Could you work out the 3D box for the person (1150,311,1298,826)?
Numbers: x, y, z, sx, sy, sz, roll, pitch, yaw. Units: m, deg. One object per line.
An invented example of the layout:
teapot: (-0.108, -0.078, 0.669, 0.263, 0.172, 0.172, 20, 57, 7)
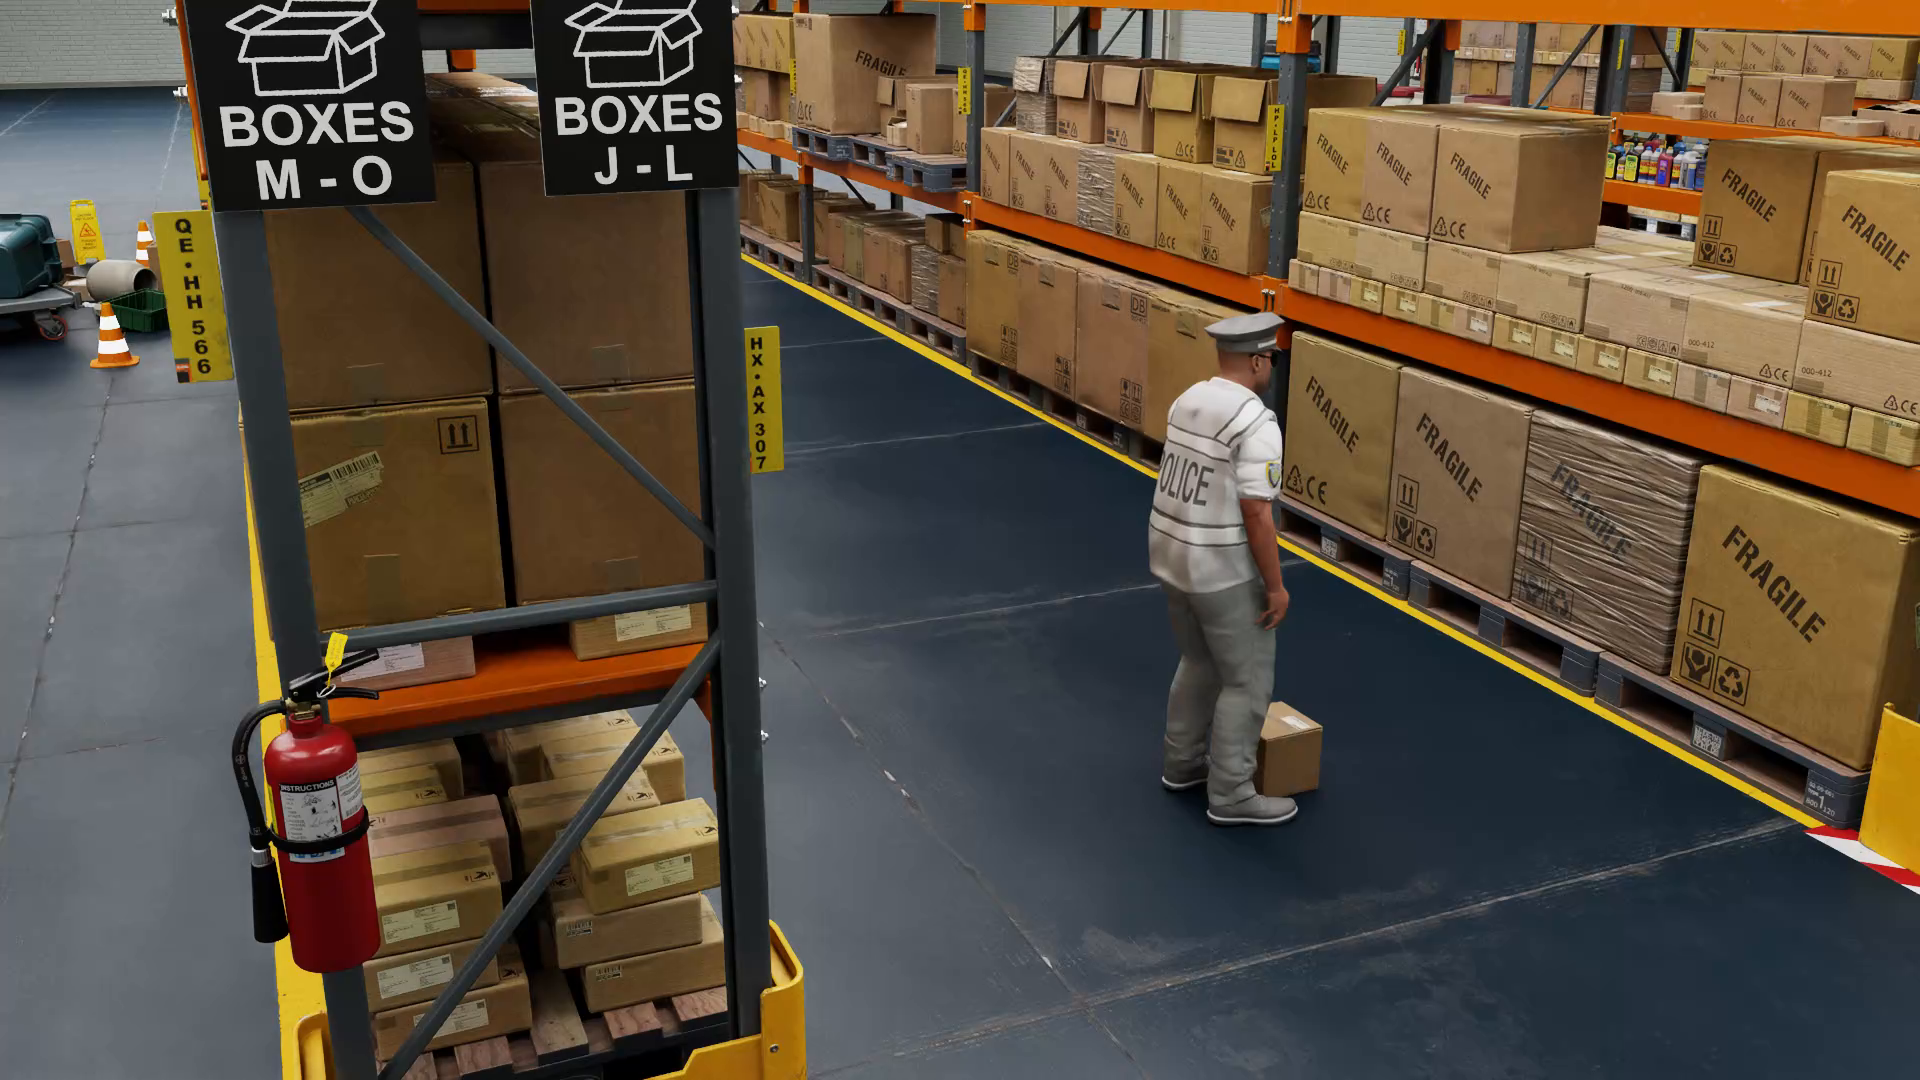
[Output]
person: (0.896, 0.099, 5.754, 0.428, 1.751, 0.605, -9, 21, -25)
